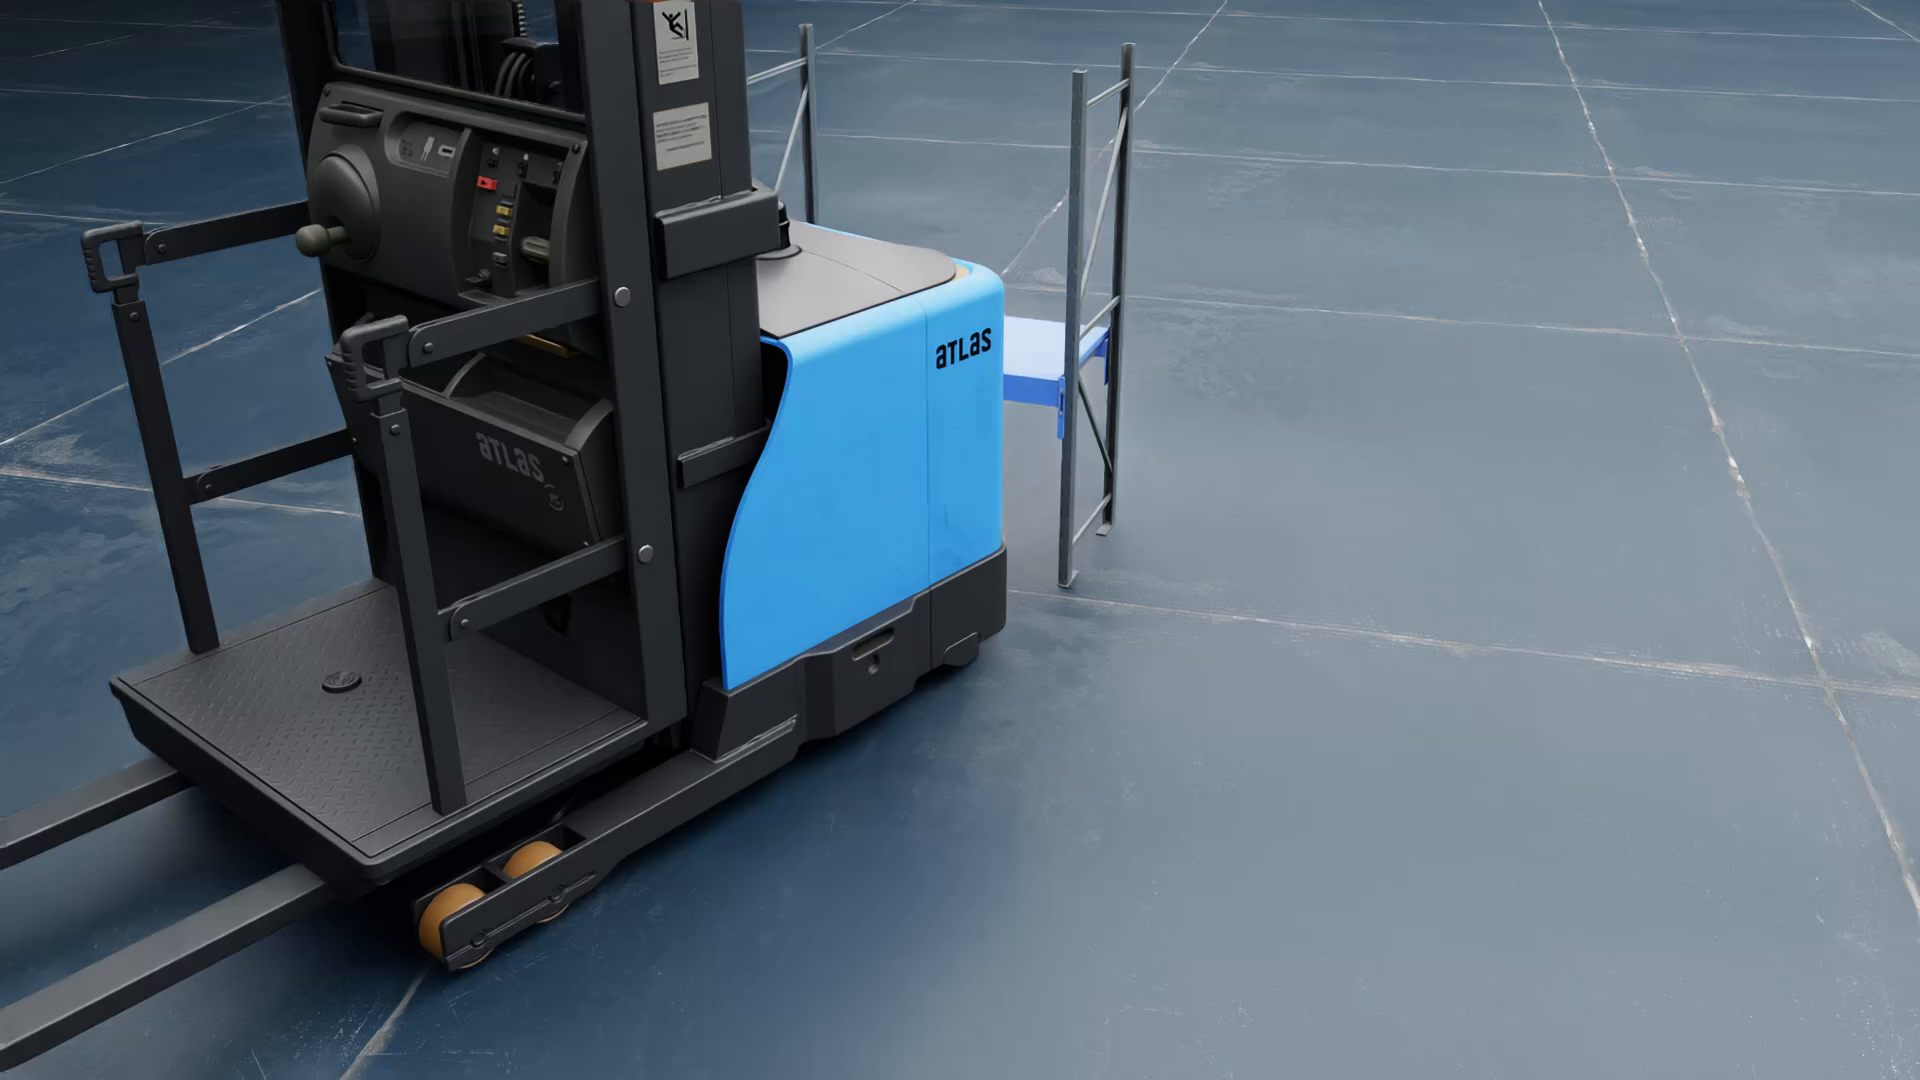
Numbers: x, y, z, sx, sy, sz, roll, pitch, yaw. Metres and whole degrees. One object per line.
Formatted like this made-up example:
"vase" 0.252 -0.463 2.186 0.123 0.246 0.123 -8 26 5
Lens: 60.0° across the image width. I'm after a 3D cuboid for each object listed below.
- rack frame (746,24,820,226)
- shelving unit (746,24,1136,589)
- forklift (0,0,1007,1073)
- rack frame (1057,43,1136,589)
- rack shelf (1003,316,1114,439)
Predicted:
"rack frame" -0.551 -0.794 5.172 0.032 1.500 0.500 10 27 19
"shelving unit" -0.078 -0.714 5.005 1.048 1.500 0.538 10 27 19
"forklift" -1.214 -0.692 3.293 1.130 2.935 3.031 20 32 36
"rack frame" 0.396 -0.635 4.838 0.032 1.500 0.500 10 27 19
"rack shelf" -0.078 -0.552 5.082 1.000 0.185 0.538 10 27 19
